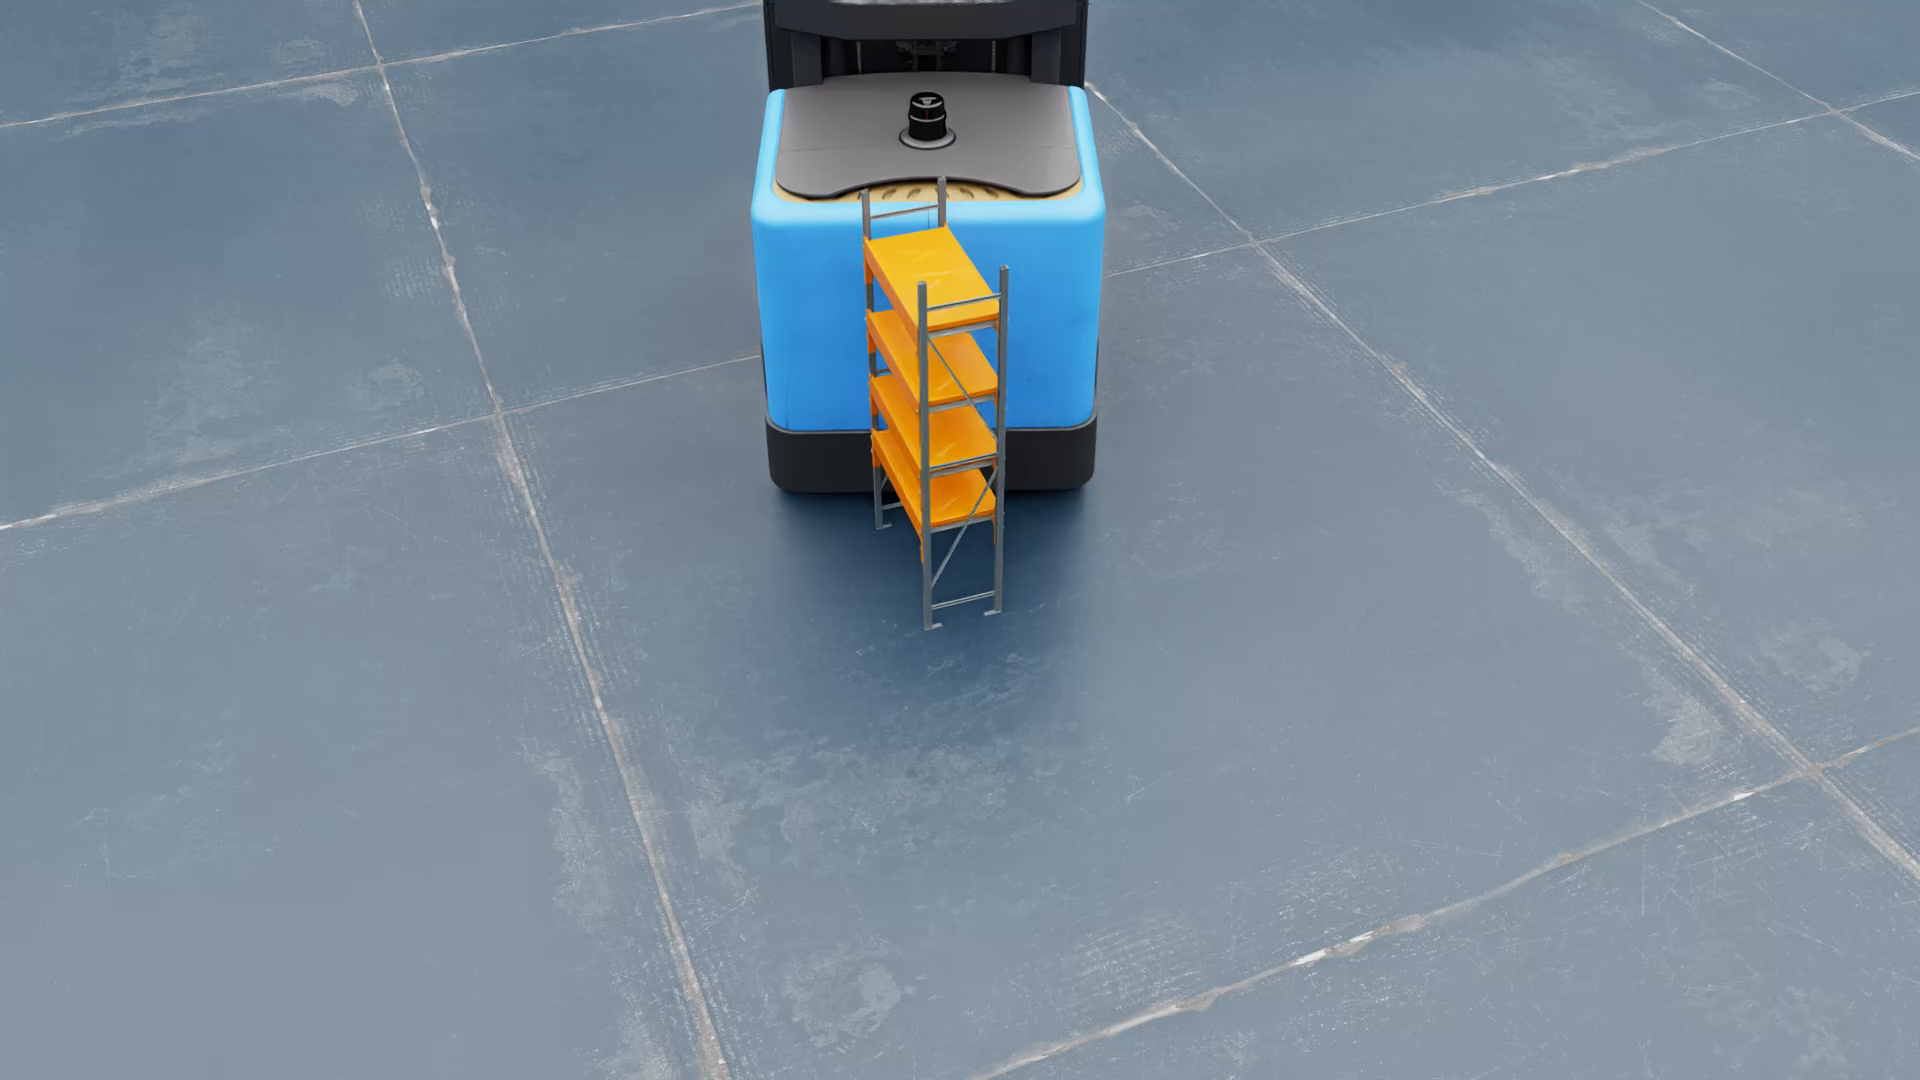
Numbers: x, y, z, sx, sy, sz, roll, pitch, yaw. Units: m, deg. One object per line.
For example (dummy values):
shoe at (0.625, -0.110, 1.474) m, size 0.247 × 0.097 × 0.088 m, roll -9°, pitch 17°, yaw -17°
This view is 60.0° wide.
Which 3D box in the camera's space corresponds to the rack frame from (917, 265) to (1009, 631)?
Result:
rack frame at (0.009, -0.214, 4.578) m, size 0.240 × 1.200 × 0.015 m, roll -13°, pitch 42°, yaw -15°

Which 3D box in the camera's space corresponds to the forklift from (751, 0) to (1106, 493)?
forklift at (-0.121, -2.199, 5.560) m, size 1.130 × 2.935 × 3.031 m, roll -1°, pitch 41°, yaw -1°

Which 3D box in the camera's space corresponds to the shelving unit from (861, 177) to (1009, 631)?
shelving unit at (-0.073, -0.364, 4.753) m, size 0.258 × 1.200 × 0.503 m, roll -13°, pitch 42°, yaw -15°

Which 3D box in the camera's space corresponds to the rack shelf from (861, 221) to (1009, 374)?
rack shelf at (-0.073, -0.662, 4.496) m, size 0.258 × 0.148 × 0.480 m, roll -13°, pitch 42°, yaw -15°

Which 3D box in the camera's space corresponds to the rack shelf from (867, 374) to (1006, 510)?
rack shelf at (-0.073, -0.313, 4.797) m, size 0.258 × 0.148 × 0.480 m, roll -13°, pitch 42°, yaw -15°

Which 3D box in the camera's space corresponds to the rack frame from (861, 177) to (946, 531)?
rack frame at (-0.154, -0.514, 4.927) m, size 0.240 × 1.200 × 0.015 m, roll -13°, pitch 42°, yaw -15°

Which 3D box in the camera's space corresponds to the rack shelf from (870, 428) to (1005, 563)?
rack shelf at (-0.073, -0.162, 4.926) m, size 0.258 × 0.148 × 0.480 m, roll -13°, pitch 42°, yaw -15°

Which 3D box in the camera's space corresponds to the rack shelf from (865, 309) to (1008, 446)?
rack shelf at (-0.073, -0.482, 4.651) m, size 0.258 × 0.148 × 0.480 m, roll -13°, pitch 42°, yaw -15°
